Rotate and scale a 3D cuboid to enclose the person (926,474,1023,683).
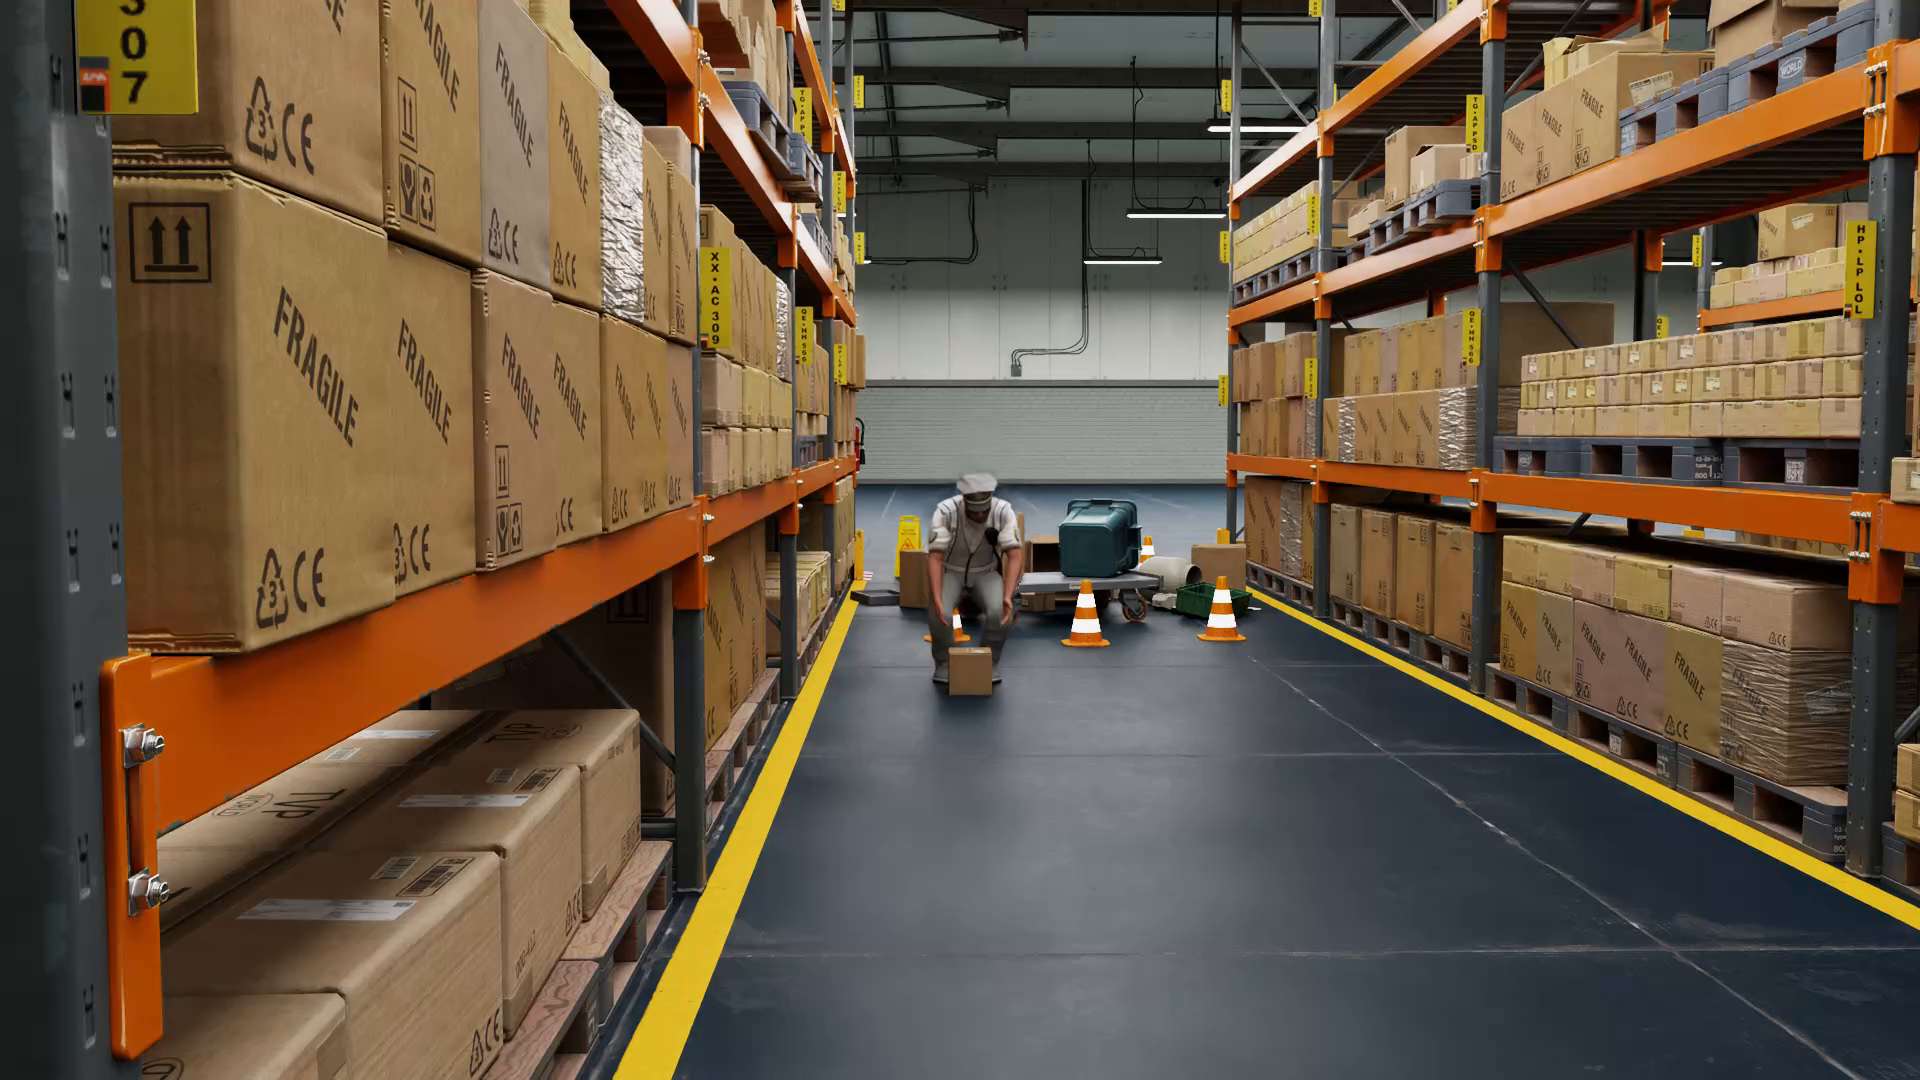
[{"bbox_3d":[0.084,0.234,10.180,0.586,1.291,0.868,0,4,-1],"label":"person"}]
